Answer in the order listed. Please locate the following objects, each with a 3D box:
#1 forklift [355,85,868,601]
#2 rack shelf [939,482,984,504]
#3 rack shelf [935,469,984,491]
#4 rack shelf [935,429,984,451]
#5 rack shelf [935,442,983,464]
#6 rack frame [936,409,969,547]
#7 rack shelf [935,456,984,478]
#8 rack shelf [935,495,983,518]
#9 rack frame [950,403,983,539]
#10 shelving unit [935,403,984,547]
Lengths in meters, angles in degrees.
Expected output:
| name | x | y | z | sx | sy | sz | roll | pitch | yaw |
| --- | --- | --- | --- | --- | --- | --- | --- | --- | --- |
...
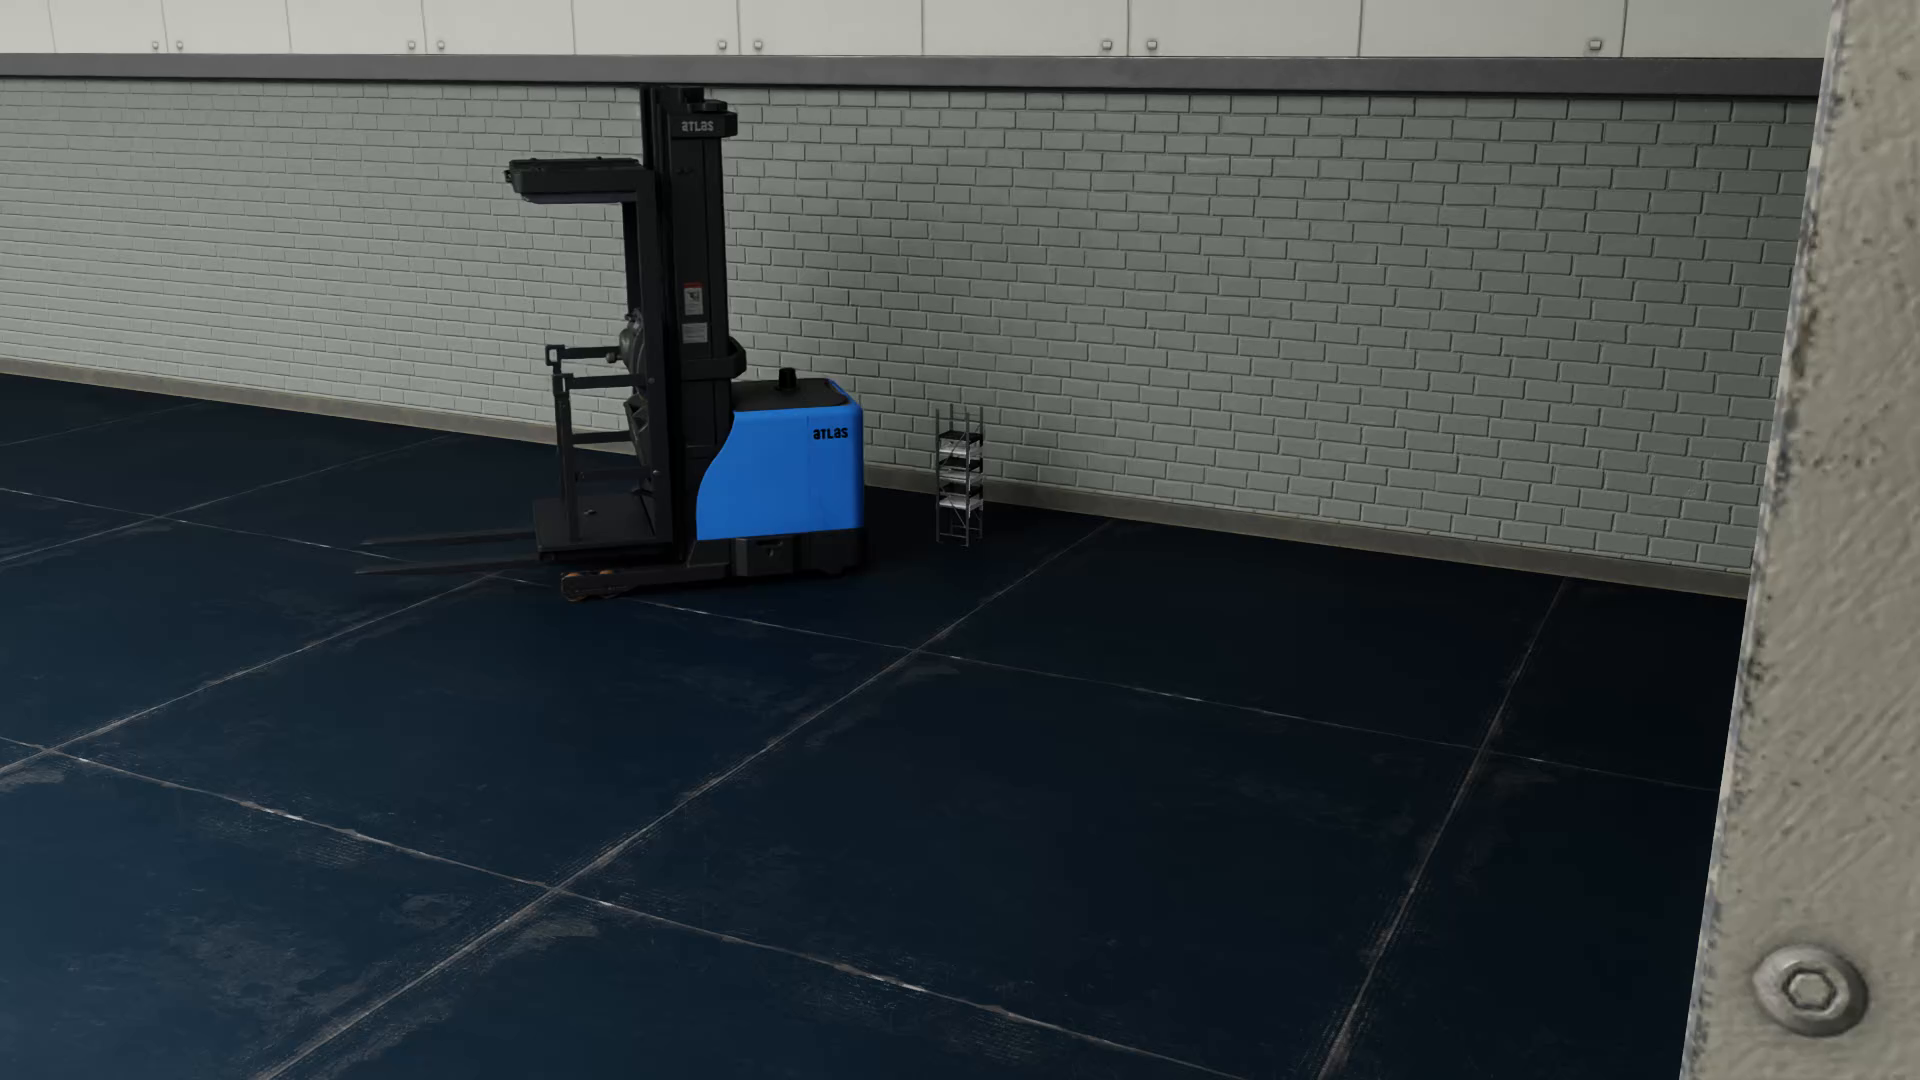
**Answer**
| name | x | y | z | sx | sy | sz | roll | pitch | yaw |
| --- | --- | --- | --- | --- | --- | --- | --- | --- | --- |
| forklift | -2.153 | -1.209 | 10.018 | 3.031 | 2.935 | 1.130 | -5 | 17 | -15 |
| rack shelf | -0.004 | -0.311 | 10.997 | 0.258 | 0.077 | 0.200 | 8 | 18 | 25 |
| rack shelf | -0.004 | -0.397 | 10.971 | 0.258 | 0.077 | 0.200 | 8 | 18 | 25 |
| rack shelf | -0.004 | -0.656 | 10.894 | 0.258 | 0.077 | 0.200 | 8 | 18 | 25 |
| rack shelf | -0.004 | -0.570 | 10.920 | 0.258 | 0.077 | 0.200 | 8 | 18 | 25 |
| rack frame | -0.049 | -0.403 | 10.874 | 0.240 | 0.900 | 0.006 | 8 | 18 | 25 |
| rack shelf | -0.004 | -0.484 | 10.945 | 0.258 | 0.077 | 0.200 | 8 | 18 | 25 |
| rack shelf | -0.004 | -0.225 | 11.022 | 0.258 | 0.077 | 0.200 | 8 | 18 | 25 |
| rack frame | 0.042 | -0.455 | 11.049 | 0.240 | 0.900 | 0.006 | 8 | 18 | 25 |
| shelving unit | -0.004 | -0.429 | 10.961 | 0.258 | 0.900 | 0.210 | 8 | 18 | 25 |
